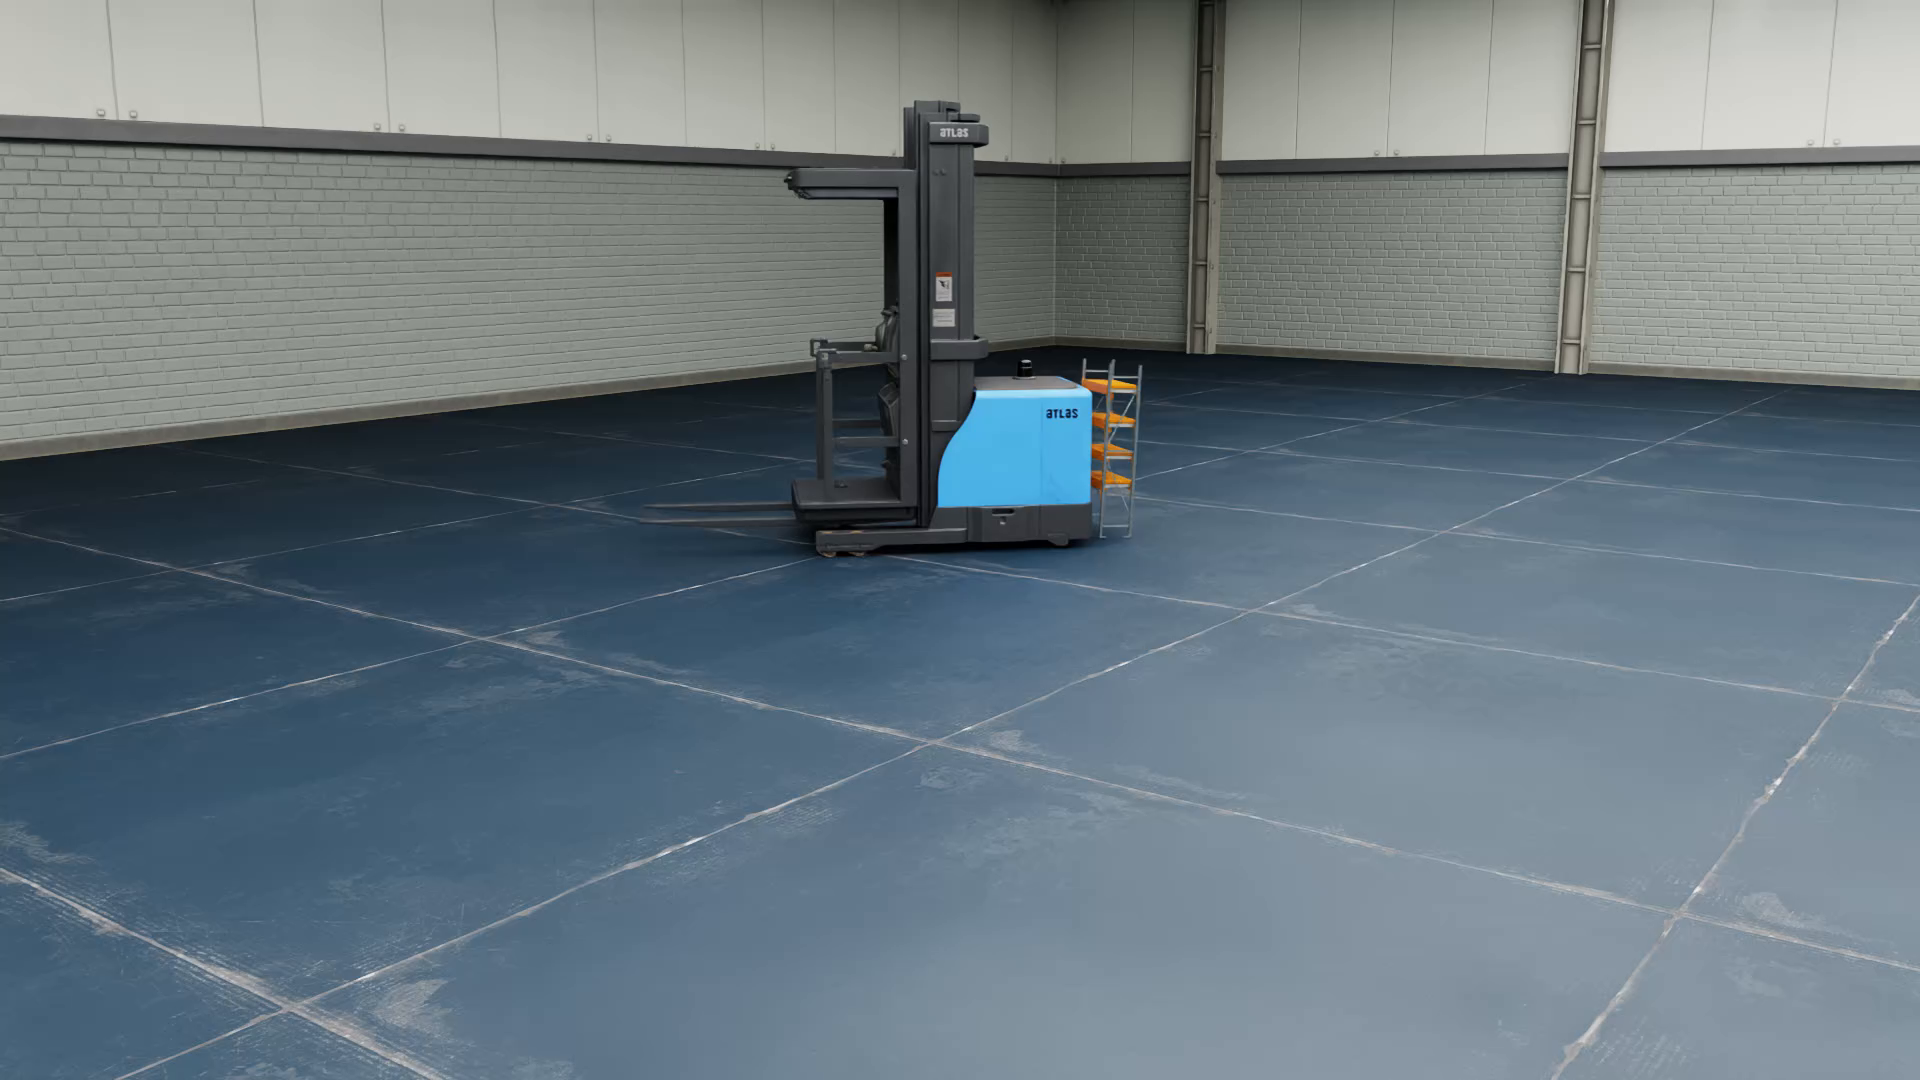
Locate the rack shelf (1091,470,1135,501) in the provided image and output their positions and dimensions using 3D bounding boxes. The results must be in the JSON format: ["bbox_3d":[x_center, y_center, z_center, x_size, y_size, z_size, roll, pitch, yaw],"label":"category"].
[{"bbox_3d":[1.021,-0.390,11.753,0.258,0.148,0.480,-1,11,-17],"label":"rack shelf"}]

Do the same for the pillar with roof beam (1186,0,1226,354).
[{"bbox_3d":[1.436,-6.845,23.219,0.400,9.000,9.100,8,13,36],"label":"pillar with roof beam"}]

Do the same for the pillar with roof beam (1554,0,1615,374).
[{"bbox_3d":[6.272,-6.170,19.732,0.400,9.000,9.100,8,13,36],"label":"pillar with roof beam"}]

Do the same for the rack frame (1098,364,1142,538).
[{"bbox_3d":[1.105,-0.607,11.478,0.240,1.200,0.015,-1,11,-17],"label":"rack frame"}]

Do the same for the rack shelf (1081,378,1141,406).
[{"bbox_3d":[1.051,-1.038,11.637,0.258,0.148,0.480,-1,11,-17],"label":"rack shelf"}]

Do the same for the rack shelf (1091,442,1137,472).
[{"bbox_3d":[1.030,-0.585,11.718,0.258,0.148,0.480,-1,11,-17],"label":"rack shelf"}]

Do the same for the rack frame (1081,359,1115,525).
[{"bbox_3d":[0.962,-0.696,11.935,0.240,1.200,0.015,-1,11,-17],"label":"rack frame"}]

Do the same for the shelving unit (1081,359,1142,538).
[{"bbox_3d":[1.033,-0.652,11.707,0.258,1.200,0.503,-1,11,-17],"label":"shelving unit"}]

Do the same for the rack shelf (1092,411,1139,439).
[{"bbox_3d":[1.040,-0.805,11.679,0.258,0.148,0.480,-1,11,-17],"label":"rack shelf"}]

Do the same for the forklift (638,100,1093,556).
[{"bbox_3d":[-0.662,-1.437,11.241,3.031,2.935,1.130,-1,11,-8],"label":"forklift"}]
